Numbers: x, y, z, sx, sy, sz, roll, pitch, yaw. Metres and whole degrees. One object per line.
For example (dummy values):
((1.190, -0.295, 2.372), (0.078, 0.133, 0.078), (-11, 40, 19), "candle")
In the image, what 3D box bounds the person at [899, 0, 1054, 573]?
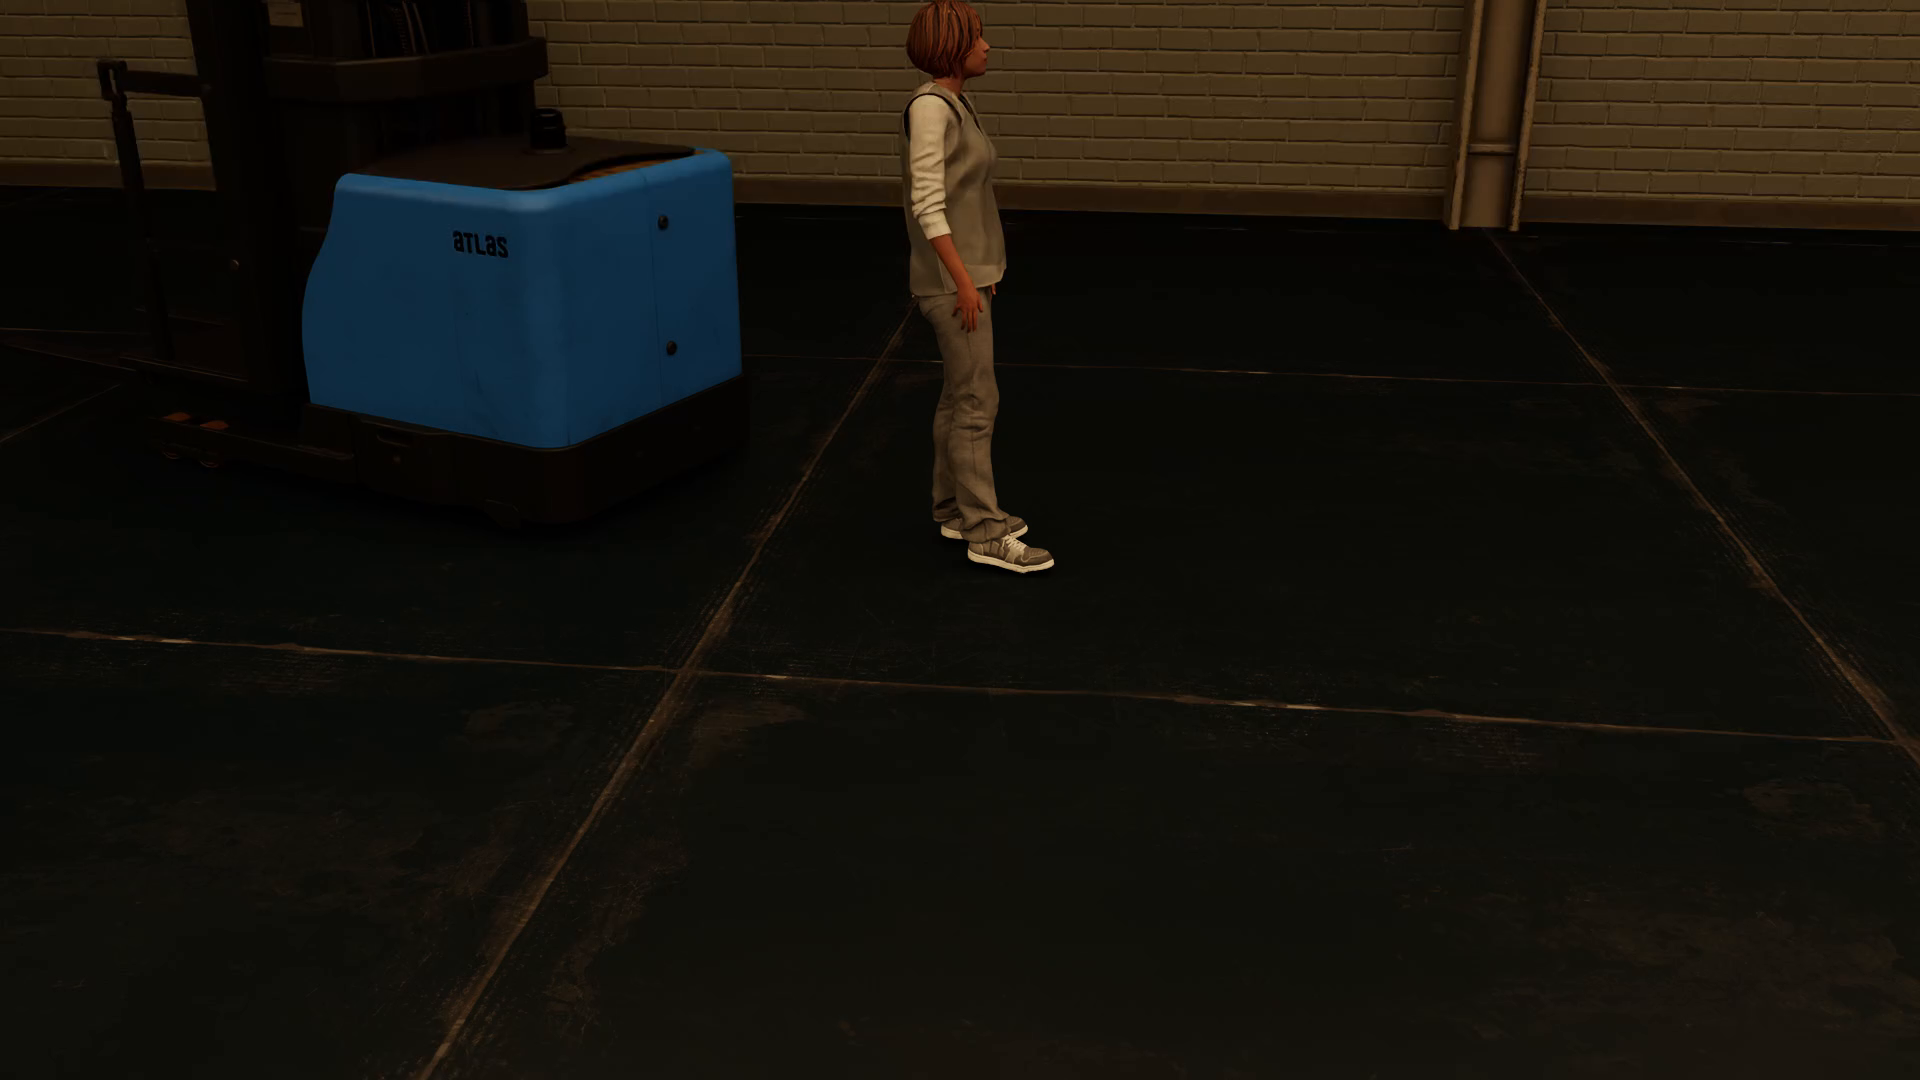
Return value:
((0.071, -0.737, 4.855), (0.474, 1.594, 0.519), (3, 22, 7), "person")

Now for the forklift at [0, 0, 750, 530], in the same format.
((-2.286, -1.768, 5.644), (3.031, 2.935, 1.130), (11, 25, 26), "forklift")
